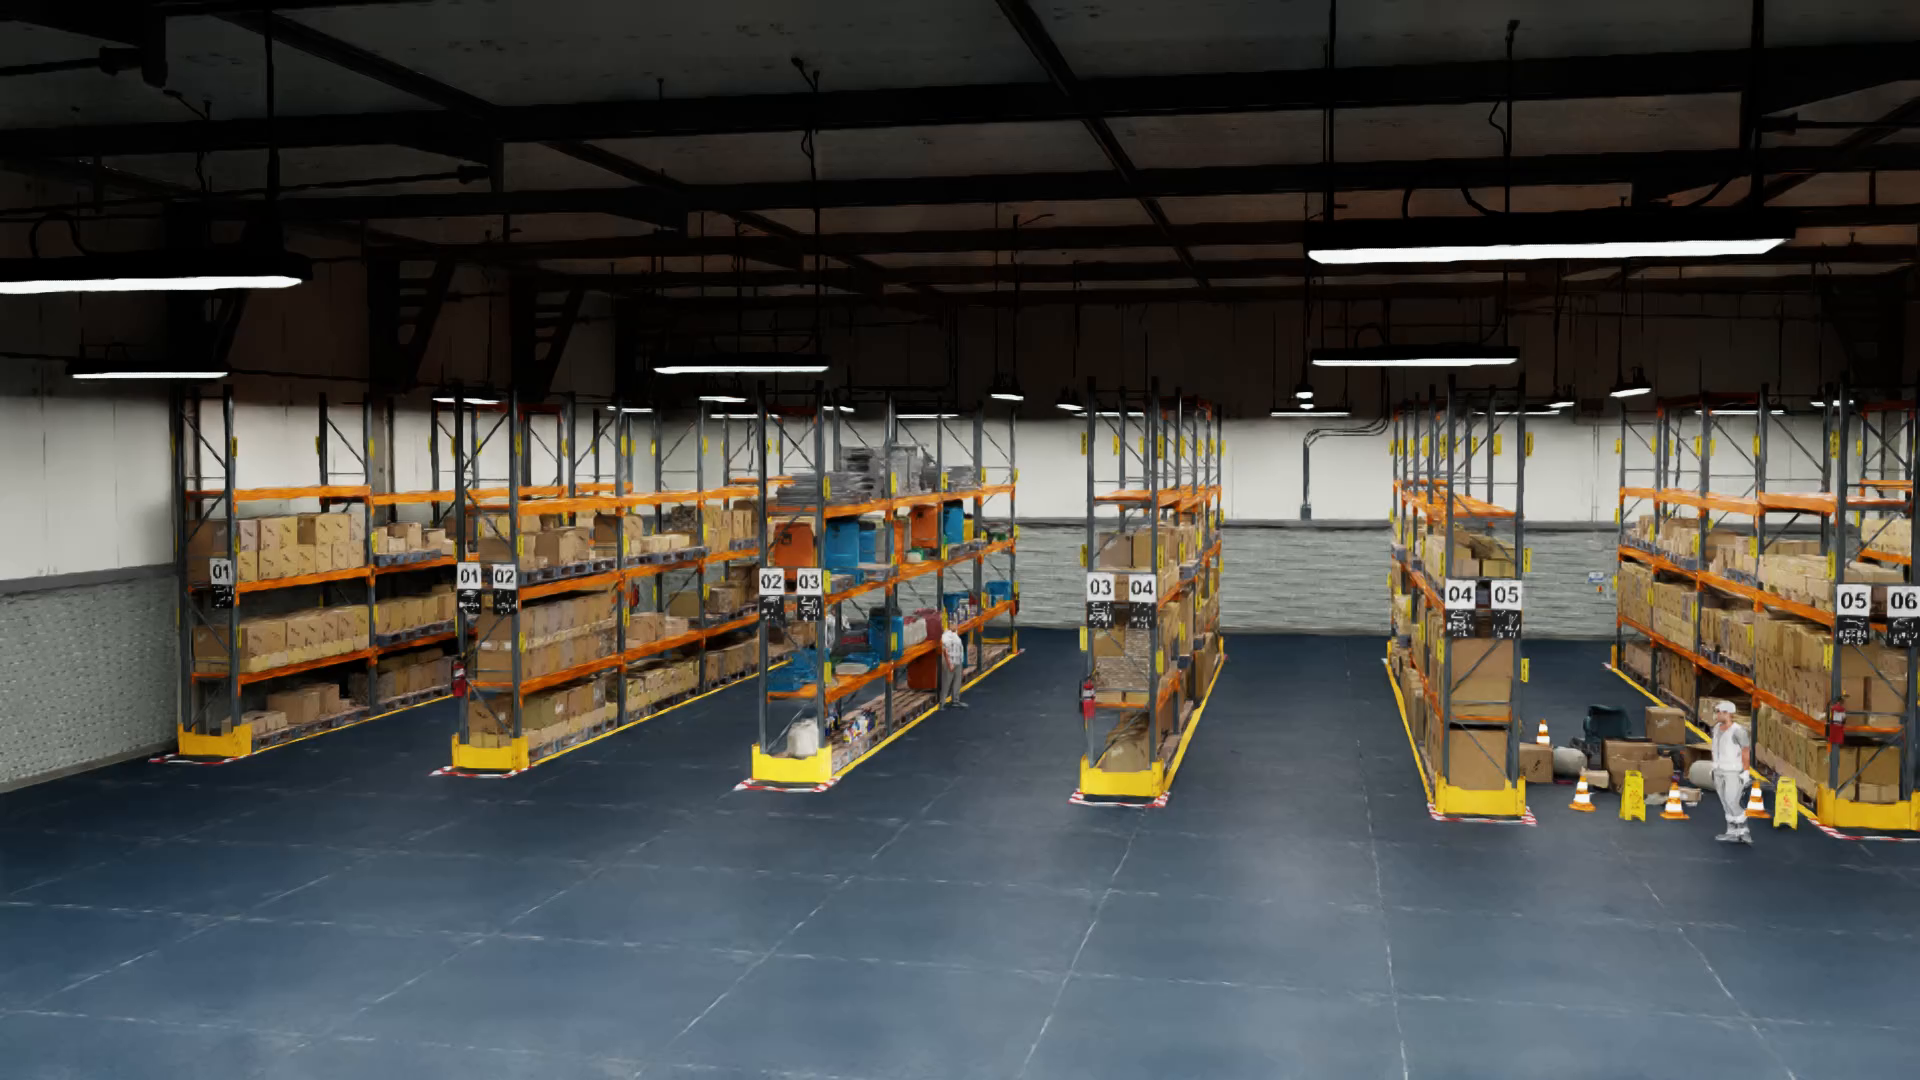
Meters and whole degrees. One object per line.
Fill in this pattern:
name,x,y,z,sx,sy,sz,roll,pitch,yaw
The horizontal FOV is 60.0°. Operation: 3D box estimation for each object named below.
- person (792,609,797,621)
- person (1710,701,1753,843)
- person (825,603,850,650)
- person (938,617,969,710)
person,-4.347,1.636,44.891,0.715,1.723,0.506,-2,4,-37
person,9.749,2.923,21.009,0.388,1.783,0.624,-1,3,-19
person,-2.705,2.160,36.355,0.639,1.632,0.512,1,3,10
person,-0.160,2.334,31.714,0.424,1.757,0.706,2,4,30
